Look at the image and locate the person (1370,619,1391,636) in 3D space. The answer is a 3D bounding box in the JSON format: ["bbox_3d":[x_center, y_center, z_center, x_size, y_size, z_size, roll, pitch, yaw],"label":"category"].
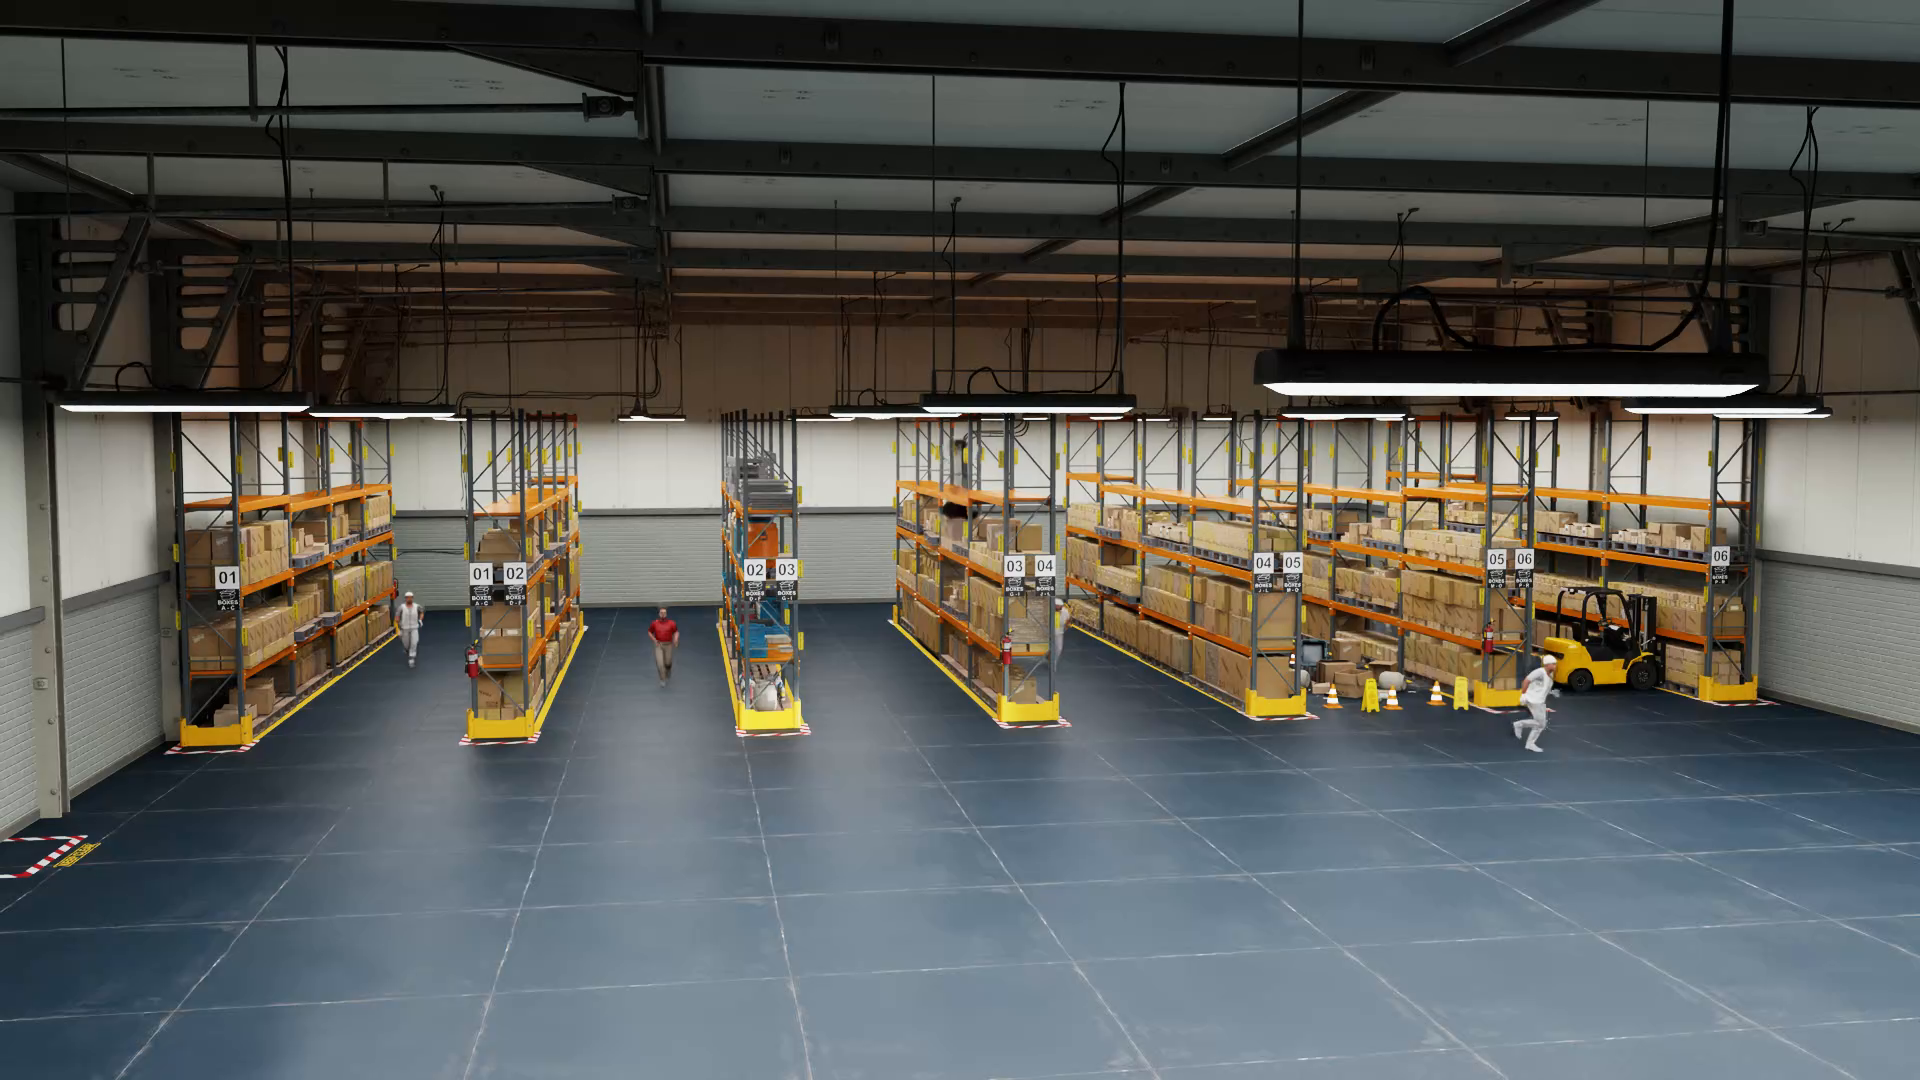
[{"bbox_3d":[11.183,1.768,44.334,0.589,1.720,0.883,-1,4,-20],"label":"person"}]

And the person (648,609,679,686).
[{"bbox_3d":[-6.510,2.348,36.506,0.665,1.688,0.603,-1,4,-10],"label":"person"}]

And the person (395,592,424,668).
[{"bbox_3d":[-12.973,2.109,39.242,0.657,1.771,0.845,-2,4,-22],"label":"person"}]

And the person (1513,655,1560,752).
[{"bbox_3d":[10.115,2.852,29.172,0.759,1.705,0.675,3,5,34],"label":"person"}]

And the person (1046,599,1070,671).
[{"bbox_3d":[2.217,2.199,38.744,0.697,1.694,0.829,-1,4,-20],"label":"person"}]
